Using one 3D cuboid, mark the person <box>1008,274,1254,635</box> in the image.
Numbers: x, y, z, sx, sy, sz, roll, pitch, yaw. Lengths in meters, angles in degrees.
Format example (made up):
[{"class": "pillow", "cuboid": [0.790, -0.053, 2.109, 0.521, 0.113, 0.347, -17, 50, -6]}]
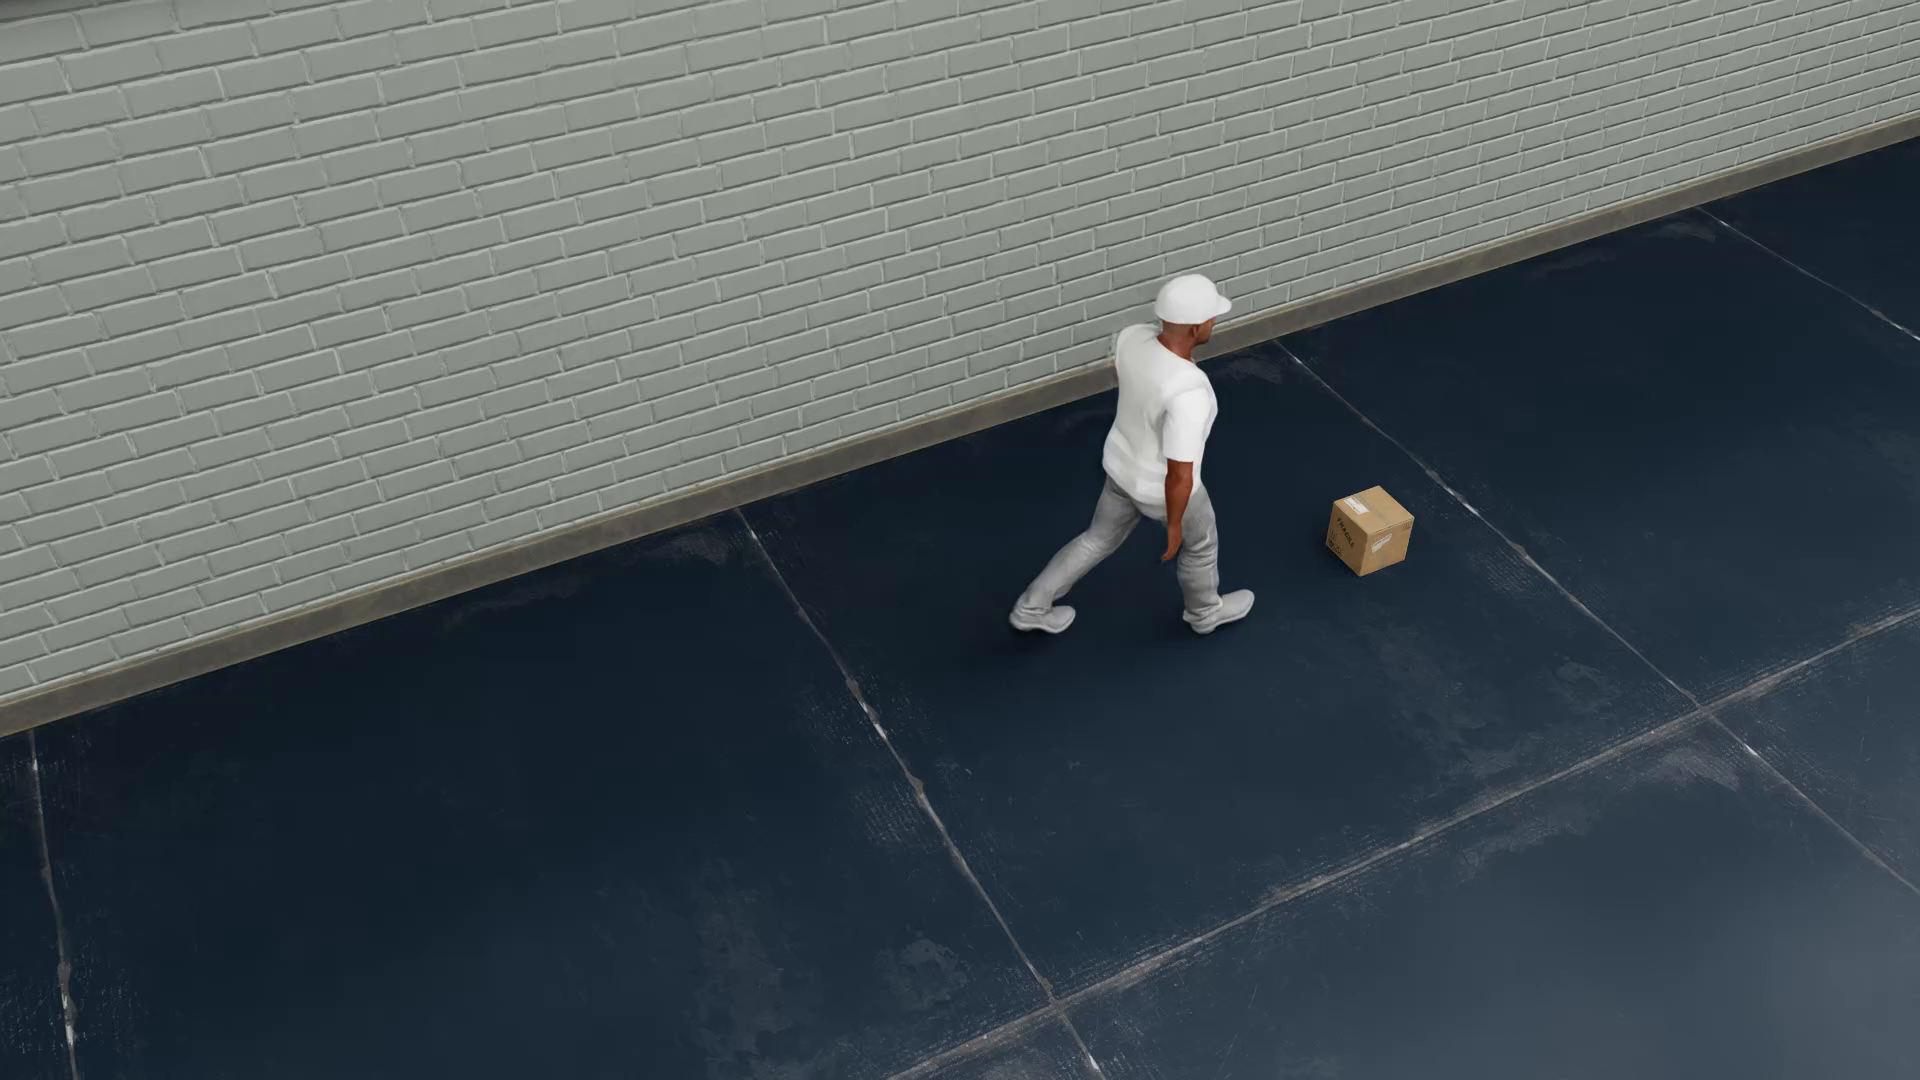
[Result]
[{"class": "person", "cuboid": [0.742, -0.253, 6.447, 1.041, 1.732, 0.594, -19, 45, -21]}]
